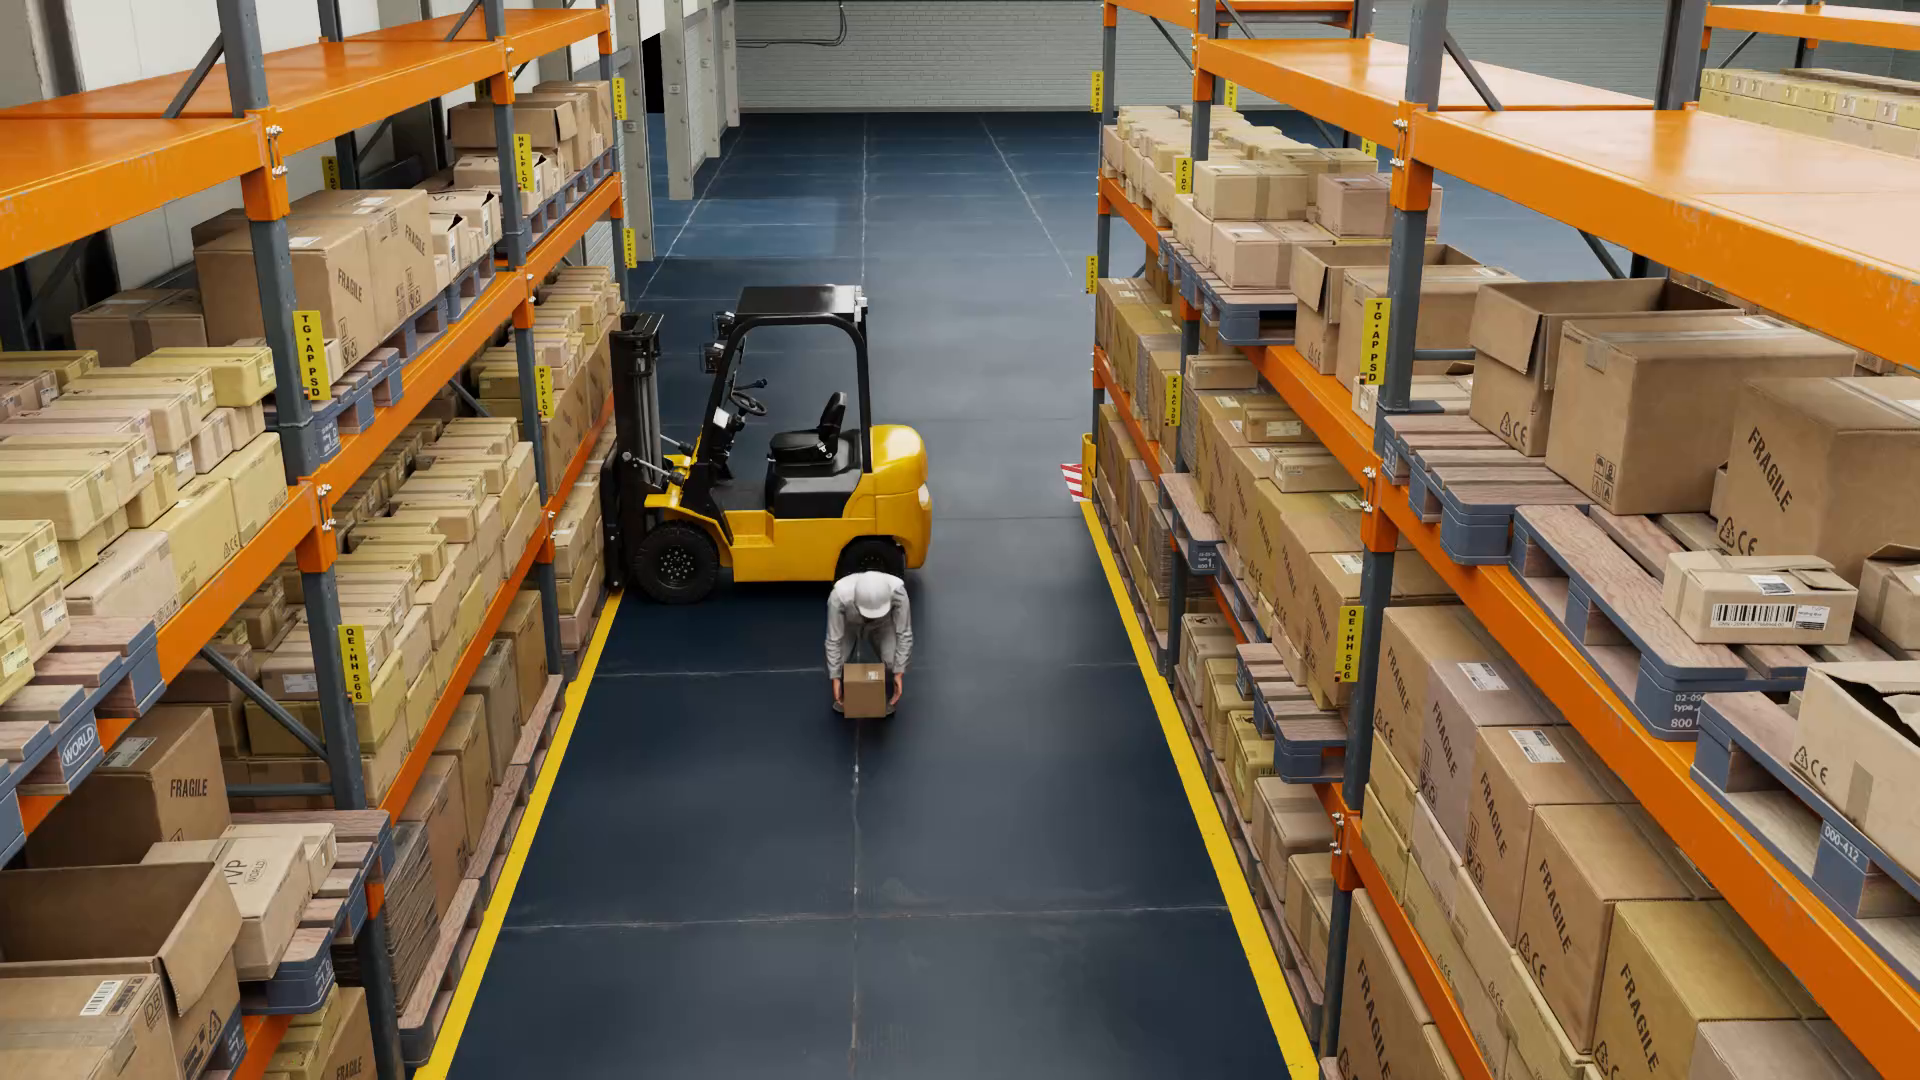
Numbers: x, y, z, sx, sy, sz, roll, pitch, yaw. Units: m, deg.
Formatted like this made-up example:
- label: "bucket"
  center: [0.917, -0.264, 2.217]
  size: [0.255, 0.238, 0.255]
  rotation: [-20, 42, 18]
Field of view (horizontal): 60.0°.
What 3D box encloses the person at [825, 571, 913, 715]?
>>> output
- label: "person"
  center: [-0.573, 0.591, 10.435]
  size: [0.551, 1.085, 0.870]
  rotation: [-1, 20, -3]
